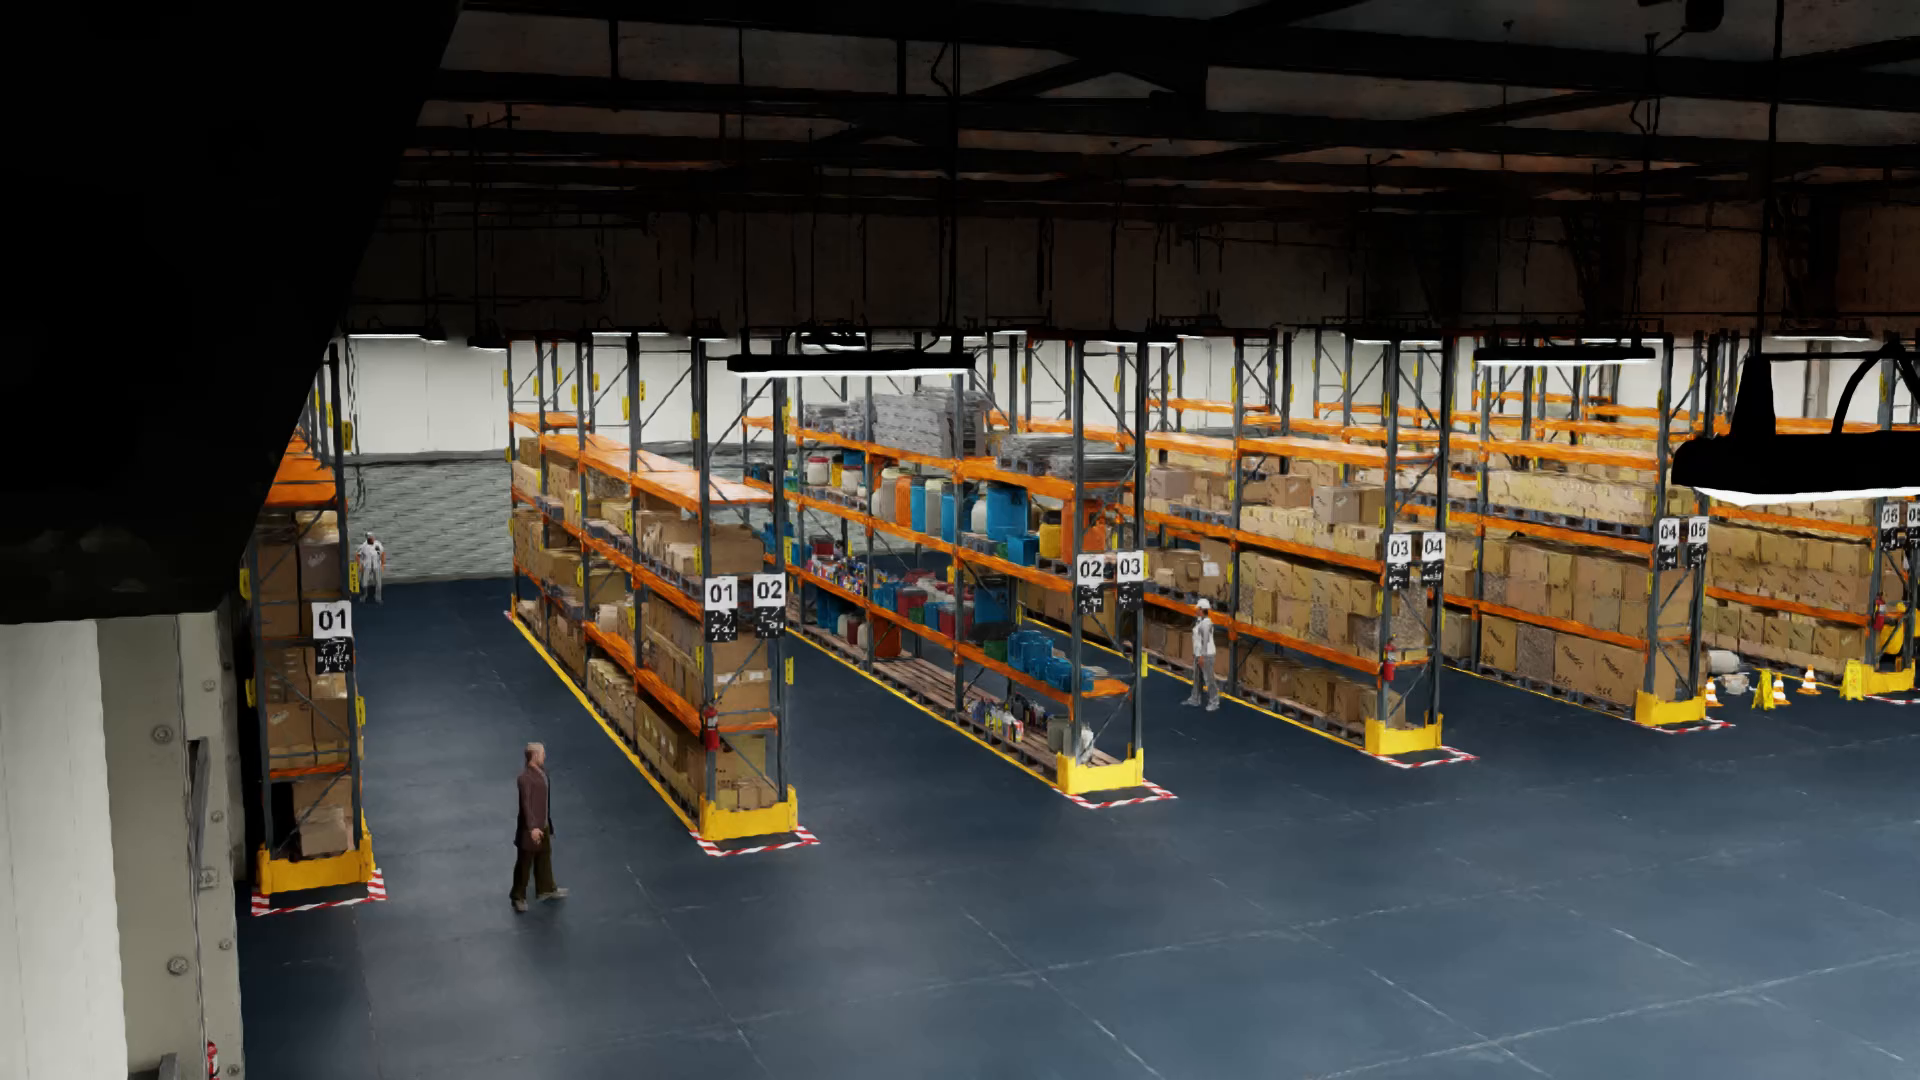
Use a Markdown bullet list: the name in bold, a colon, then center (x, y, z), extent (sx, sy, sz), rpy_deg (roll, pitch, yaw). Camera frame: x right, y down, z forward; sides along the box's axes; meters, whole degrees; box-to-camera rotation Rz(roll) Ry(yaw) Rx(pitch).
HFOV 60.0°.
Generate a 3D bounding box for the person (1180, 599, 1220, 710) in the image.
- **person**: center (3.867, 1.817, 26.710), extent (0.587, 1.768, 0.647), rpy_deg (0, 8, -3)

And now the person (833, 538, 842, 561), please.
- **person**: center (-2.499, 0.779, 34.774), extent (0.445, 1.657, 0.575), rpy_deg (-7, 10, -42)

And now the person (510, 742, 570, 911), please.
- **person**: center (-4.553, 3.035, 17.793), extent (0.526, 1.778, 0.677), rpy_deg (1, 8, 5)

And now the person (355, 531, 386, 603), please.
- **person**: center (-12.890, 0.596, 36.401), extent (0.625, 1.611, 0.582), rpy_deg (-4, 9, -25)
